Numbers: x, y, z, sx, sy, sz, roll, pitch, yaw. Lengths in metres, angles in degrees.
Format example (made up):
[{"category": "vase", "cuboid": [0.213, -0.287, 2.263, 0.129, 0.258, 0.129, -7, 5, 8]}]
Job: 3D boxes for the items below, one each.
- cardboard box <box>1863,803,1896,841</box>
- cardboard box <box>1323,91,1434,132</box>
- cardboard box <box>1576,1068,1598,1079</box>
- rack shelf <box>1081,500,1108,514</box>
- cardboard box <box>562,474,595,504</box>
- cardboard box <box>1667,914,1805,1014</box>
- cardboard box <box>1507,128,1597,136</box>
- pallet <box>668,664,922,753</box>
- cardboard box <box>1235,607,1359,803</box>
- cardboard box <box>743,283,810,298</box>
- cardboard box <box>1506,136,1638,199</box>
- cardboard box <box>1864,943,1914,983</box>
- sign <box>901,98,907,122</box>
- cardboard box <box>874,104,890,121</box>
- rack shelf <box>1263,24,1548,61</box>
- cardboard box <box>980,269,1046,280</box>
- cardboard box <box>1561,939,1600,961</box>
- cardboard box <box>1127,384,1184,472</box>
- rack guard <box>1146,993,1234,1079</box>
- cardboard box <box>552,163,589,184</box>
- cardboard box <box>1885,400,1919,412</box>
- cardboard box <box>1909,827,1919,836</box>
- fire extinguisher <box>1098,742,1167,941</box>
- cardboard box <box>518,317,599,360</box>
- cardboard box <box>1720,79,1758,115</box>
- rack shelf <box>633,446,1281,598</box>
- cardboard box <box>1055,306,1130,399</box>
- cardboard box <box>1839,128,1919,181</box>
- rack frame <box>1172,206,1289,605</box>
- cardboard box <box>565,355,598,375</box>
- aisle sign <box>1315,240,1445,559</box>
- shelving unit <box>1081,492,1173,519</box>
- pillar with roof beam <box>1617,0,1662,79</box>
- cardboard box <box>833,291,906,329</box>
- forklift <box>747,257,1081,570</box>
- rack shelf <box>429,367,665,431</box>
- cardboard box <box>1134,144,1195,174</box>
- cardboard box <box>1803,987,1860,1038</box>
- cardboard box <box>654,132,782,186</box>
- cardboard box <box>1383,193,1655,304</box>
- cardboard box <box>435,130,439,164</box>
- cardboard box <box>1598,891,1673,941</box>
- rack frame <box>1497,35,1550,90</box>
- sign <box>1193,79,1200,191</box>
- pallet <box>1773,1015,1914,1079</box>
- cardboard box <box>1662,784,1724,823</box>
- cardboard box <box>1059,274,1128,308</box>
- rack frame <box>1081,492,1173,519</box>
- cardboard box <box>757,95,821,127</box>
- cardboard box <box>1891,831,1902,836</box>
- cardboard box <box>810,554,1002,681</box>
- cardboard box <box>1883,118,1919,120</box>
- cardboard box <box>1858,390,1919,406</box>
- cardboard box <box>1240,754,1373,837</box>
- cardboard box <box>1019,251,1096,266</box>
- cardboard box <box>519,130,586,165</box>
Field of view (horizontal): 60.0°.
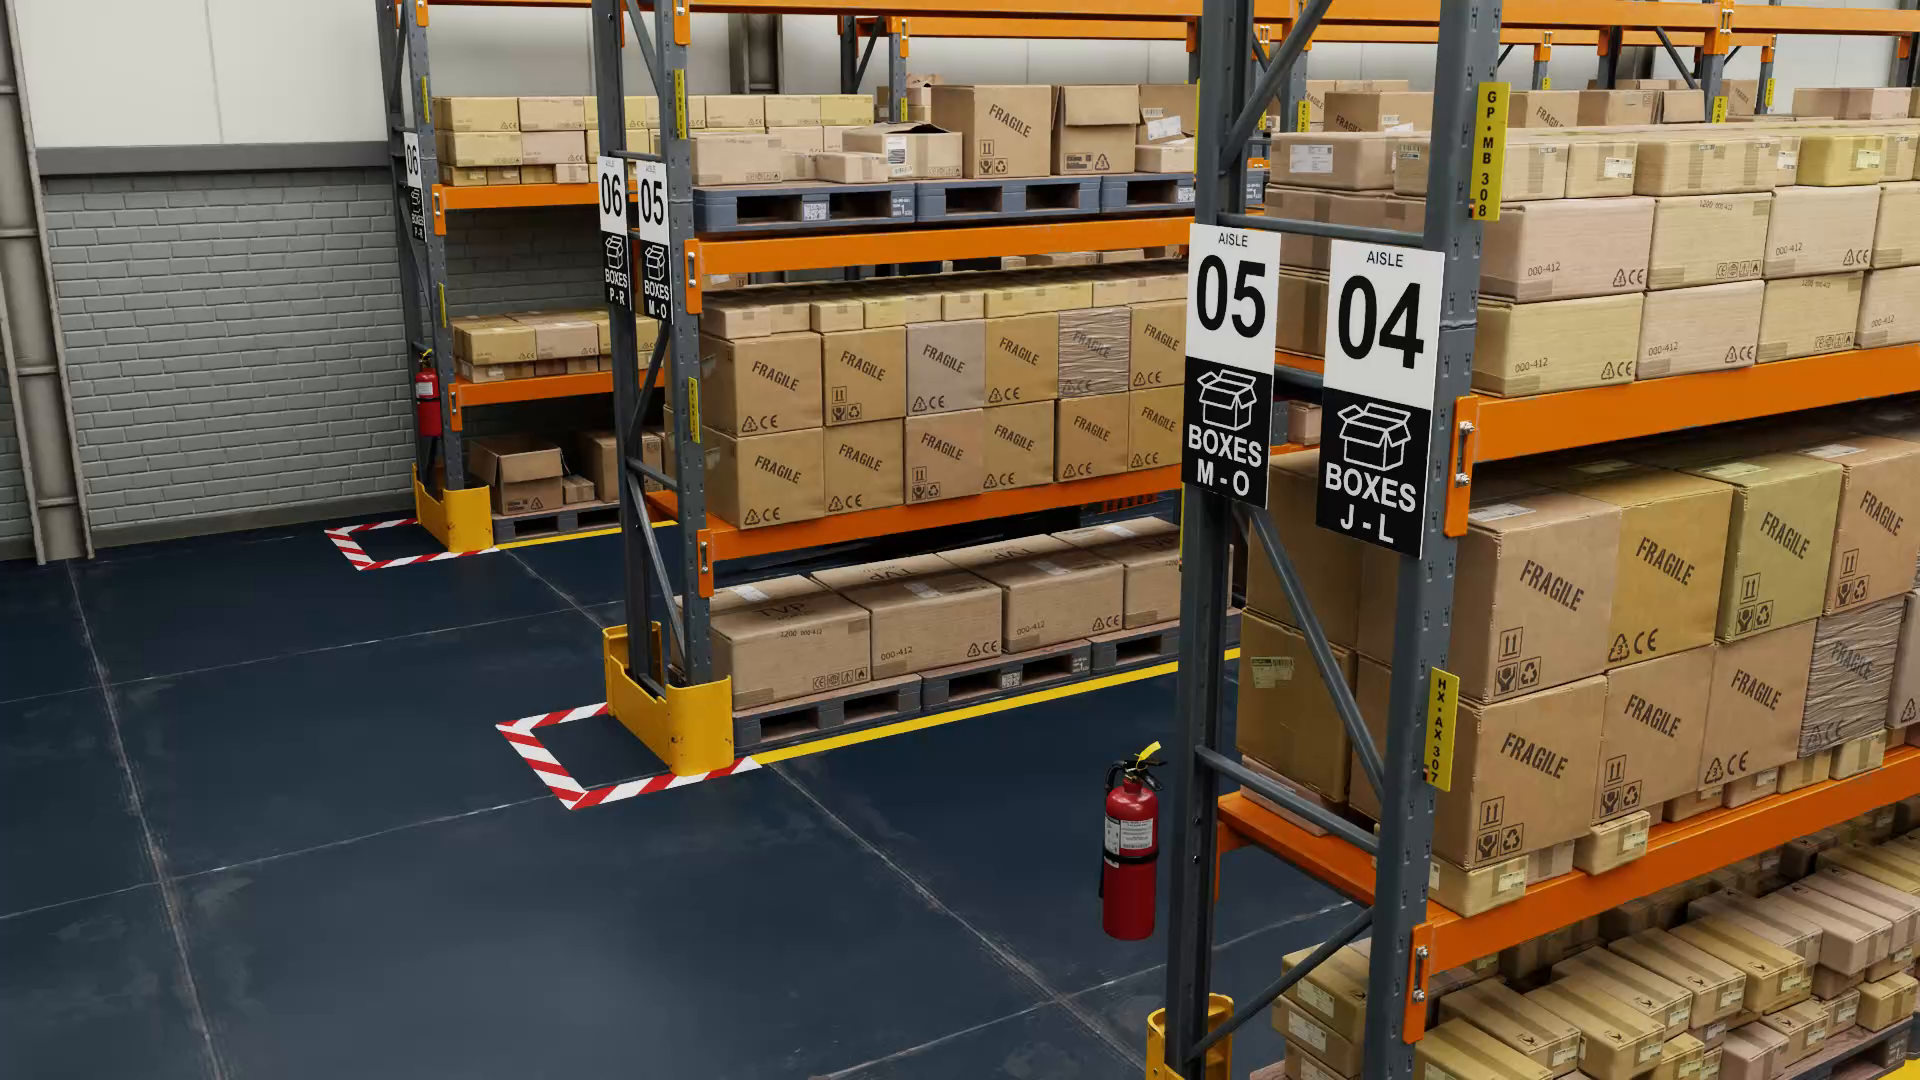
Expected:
[{"category": "cardboard box", "cuboid": [3.762, 1.150, 7.152, 0.250, 0.149, 0.380, -8, 18, -27]}, {"category": "cardboard box", "cuboid": [2.700, -2.640, 10.750, 0.500, 0.500, 0.500, -10, 18, -31]}, {"category": "cardboard box", "cuboid": [2.011, 1.732, 5.628, 0.250, 0.149, 0.380, -9, 18, -29]}, {"category": "rack shelf", "cuboid": [1.149, -0.339, 14.259, 0.103, 0.180, 0.258, -12, 20, -37]}, {"category": "cardboard box", "cuboid": [-3.236, -0.424, 13.870, 0.250, 0.149, 0.380, -10, 19, -32]}, {"category": "cardboard box", "cuboid": [2.744, 1.500, 5.904, 0.250, 0.149, 0.380, -9, 18, -29]}, {"category": "cardboard box", "cuboid": [1.788, -1.231, 5.299, 0.250, 0.149, 0.380, -9, 18, -29]}, {"category": "pallet", "cuboid": [-0.989, 0.880, 9.881, 1.213, 0.211, 1.003, -9, 18, -30]}, {"category": "cardboard box", "cuboid": [1.255, 0.484, 5.390, 0.500, 0.500, 0.500, -9, 18, -29]}, {"category": "cardboard box", "cuboid": [-1.046, -1.368, 9.494, 0.250, 0.149, 0.380, -9, 18, -30]}, {"category": "cardboard box", "cuboid": [1.624, -1.031, 4.586, 0.250, 0.149, 0.380, -8, 18, -27]}, {"category": "cardboard box", "cuboid": [3.404, 1.520, 6.383, 0.250, 0.149, 0.380, -9, 18, -28]}, {"category": "sign", "cuboid": [-0.479, -3.607, 14.203, 0.005, 0.325, 0.100, -9, 18, -30]}, {"category": "cardboard box", "cuboid": [-0.568, -3.823, 14.886, 0.250, 0.149, 0.380, -10, 18, -30]}, {"category": "rack shelf", "cuboid": [4.378, -5.222, 17.439, 4.000, 0.370, 1.077, -9, 18, -30]}, {"category": "cardboard box", "cuboid": [0.321, -1.559, 10.174, 0.250, 0.149, 0.380, -9, 18, -30]}, {"category": "cardboard box", "cuboid": [2.189, 1.538, 6.320, 0.250, 0.149, 0.380, -9, 18, -29]}, {"category": "cardboard box", "cuboid": [1.091, -0.742, 10.313, 0.500, 0.500, 0.500, -10, 18, -31]}, {"category": "rack guard", "cuboid": [1.067, 1.990, 5.383, 0.348, 0.500, 1.175, -9, 18, -30]}, {"category": "cardboard box", "cuboid": [-3.094, -2.881, 13.037, 0.250, 0.149, 0.380, -9, 18, -29]}, {"category": "cardboard box", "cuboid": [3.727, -0.230, 6.086, 0.500, 0.500, 0.500, -10, 18, -31]}, {"category": "cardboard box", "cuboid": [4.061, 1.280, 6.689, 0.250, 0.149, 0.380, -9, 18, -29]}, {"category": "fire extinguisher", "cuboid": [0.548, 0.942, 5.325, 0.183, 0.674, 0.296, -9, 18, -30]}, {"category": "cardboard box", "cuboid": [-3.234, -1.624, 13.371, 0.500, 0.250, 0.500, -9, 18, -29]}, {"category": "cardboard box", "cuboid": [9.268, -5.331, 20.164, 0.500, 0.500, 0.500, -9, 18, -28]}, {"category": "rack shelf", "cuboid": [0.080, -0.266, 10.132, 4.000, 0.370, 1.077, -9, 18, -30]}, {"category": "cardboard box", "cuboid": [0.662, -1.148, 9.912, 0.500, 0.500, 0.500, -9, 18, -29]}, {"category": "cardboard box", "cuboid": [3.001, -1.231, 5.300, 0.250, 0.149, 0.380, -10, 18, -31]}, {"category": "rack frame", "cuboid": [1.795, -0.890, 11.027, 0.127, 3.000, 1.000, -9, 18, -30]}, {"category": "cardboard box", "cuboid": [-3.121, -1.455, 13.507, 0.250, 0.149, 0.380, -9, 18, -28]}, {"category": "aisle sign", "cuboid": [1.094, -0.375, 4.373, 0.004, 0.787, 0.394, -9, 18, -30]}, {"category": "shelving unit", "cuboid": [1.371, -0.387, 14.431, 1.200, 0.189, 0.258, -12, 20, -37]}, {"category": "pillar with roof beam", "cuboid": [10.678, -5.710, 17.108, 0.400, 9.000, 9.100, -9, 18, -30]}, {"category": "cardboard box", "cuboid": [-0.501, -1.264, 9.123, 0.250, 0.149, 0.380, -10, 18, -32]}, {"category": "forklift", "cuboid": [-0.494, -1.308, 12.646, 3.031, 2.935, 1.130, -12, 20, -36]}, {"category": "rack shelf", "cuboid": [-2.479, -1.413, 14.227, 4.000, 0.370, 1.077, -9, 18, -30]}, {"category": "cardboard box", "cuboid": [1.186, -2.264, 9.874, 0.250, 0.149, 0.380, -9, 18, -28]}, {"category": "cardboard box", "cuboid": [3.125, 1.710, 6.257, 0.250, 0.149, 0.380, -9, 18, -29]}, {"category": "cardboard box", "cuboid": [-1.295, -2.040, 8.886, 0.500, 0.250, 0.500, -11, 19, -35]}, {"category": "cardboard box", "cuboid": [1.521, -0.818, 4.564, 0.500, 0.250, 0.500, -9, 18, -29]}, {"category": "cardboard box", "cuboid": [-3.952, -3.122, 13.159, 0.500, 0.250, 0.500, -10, 18, -31]}, {"category": "cardboard box", "cuboid": [2.466, 1.380, 6.332, 0.250, 0.149, 0.380, -10, 18, -32]}, {"category": "rack frame", "cuboid": [6.093, -6.039, 18.280, 0.127, 3.000, 1.000, -9, 18, -30]}, {"category": "sign", "cuboid": [0.733, -1.205, 4.952, 0.005, 0.325, 0.100, -9, 18, -30]}, {"category": "pallet", "cuboid": [2.826, 1.856, 6.397, 1.213, 0.211, 1.003, -9, 18, -30]}, {"category": "cardboard box", "cuboid": [2.300, 0.779, 5.538, 0.250, 0.149, 0.380, -9, 18, -30]}, {"category": "cardboard box", "cuboid": [0.790, -1.489, 9.925, 0.250, 0.149, 0.380, -9, 18, -30]}, {"category": "rack frame", "cuboid": [1.371, -0.299, 14.455, 1.200, 0.006, 0.240, -12, 20, -37]}, {"category": "cardboard box", "cuboid": [-1.504, -3.595, 13.922, 0.500, 0.250, 0.500, -10, 18, -31]}, {"category": "cardboard box", "cuboid": [3.955, 1.245, 7.364, 0.250, 0.149, 0.380, -8, 18, -27]}, {"category": "cardboard box", "cuboid": [-0.340, 0.454, 10.203, 0.875, 0.438, 0.875, -9, 18, -28]}, {"category": "cardboard box", "cuboid": [3.806, -1.549, 6.434, 0.250, 0.149, 0.380, -10, 19, -32]}, {"category": "cardboard box", "cuboid": [3.482, -0.350, 6.511, 0.500, 0.500, 0.500, -10, 18, -31]}, {"category": "cardboard box", "cuboid": [1.136, 0.808, 5.437, 0.250, 0.149, 0.380, -9, 18, -30]}, {"category": "cardboard box", "cuboid": [0.882, -2.485, 15.753, 0.500, 0.500, 0.700, -9, 18, -30]}, {"category": "cardboard box", "cuboid": [-3.247, -3.071, 12.977, 0.500, 0.250, 0.500, -9, 18, -29]}]
